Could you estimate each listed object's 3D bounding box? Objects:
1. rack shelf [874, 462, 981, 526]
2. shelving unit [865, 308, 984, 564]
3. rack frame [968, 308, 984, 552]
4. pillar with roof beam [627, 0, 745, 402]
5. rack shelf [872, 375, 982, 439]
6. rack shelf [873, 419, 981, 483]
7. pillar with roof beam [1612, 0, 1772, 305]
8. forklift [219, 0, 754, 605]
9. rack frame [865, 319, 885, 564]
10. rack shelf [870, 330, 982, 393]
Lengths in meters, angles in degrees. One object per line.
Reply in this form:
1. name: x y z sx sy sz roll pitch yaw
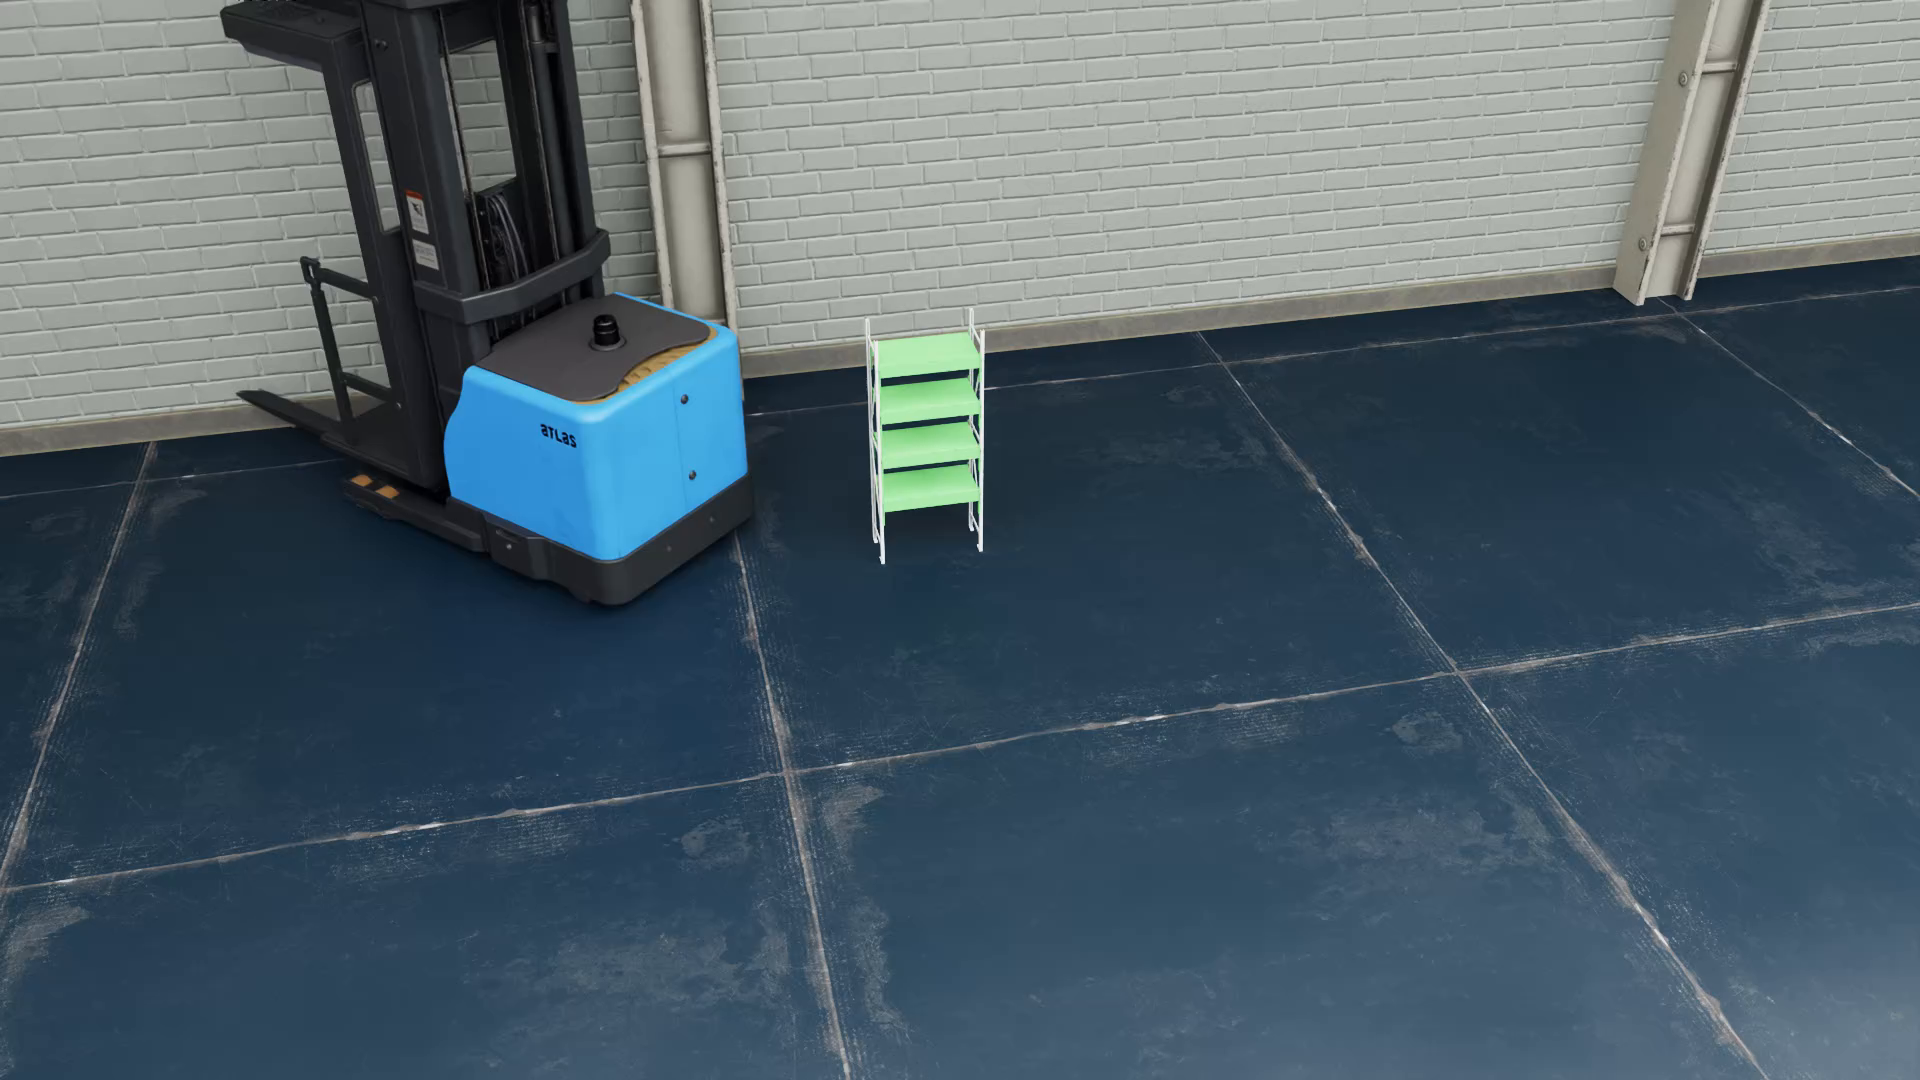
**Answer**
1. rack shelf: -0.161 -0.226 8.055 0.480 0.148 0.258 -7 35 -11
2. shelving unit: -0.161 -0.478 7.885 0.503 1.200 0.258 -7 35 -11
3. rack frame: 0.077 -0.508 7.930 0.015 1.200 0.240 -7 35 -11
4. pillar with roof beam: -0.498 -2.241 3.513 0.400 9.000 9.100 -7 35 -11
5. rack shelf: -0.161 -0.624 7.787 0.480 0.148 0.258 -7 35 -11
6. rack shelf: -0.161 -0.425 7.921 0.480 0.148 0.258 -7 35 -11
7. pillar with roof beam: 5.354 -2.978 4.612 0.400 9.000 9.100 -7 35 -11
8. forklift: -2.541 -1.545 7.922 3.031 2.935 1.130 20 39 27
9. rack frame: -0.399 -0.448 7.841 0.015 1.200 0.240 -7 35 -11
10. rack shelf: -0.161 -0.823 7.653 0.480 0.148 0.258 -7 35 -11
